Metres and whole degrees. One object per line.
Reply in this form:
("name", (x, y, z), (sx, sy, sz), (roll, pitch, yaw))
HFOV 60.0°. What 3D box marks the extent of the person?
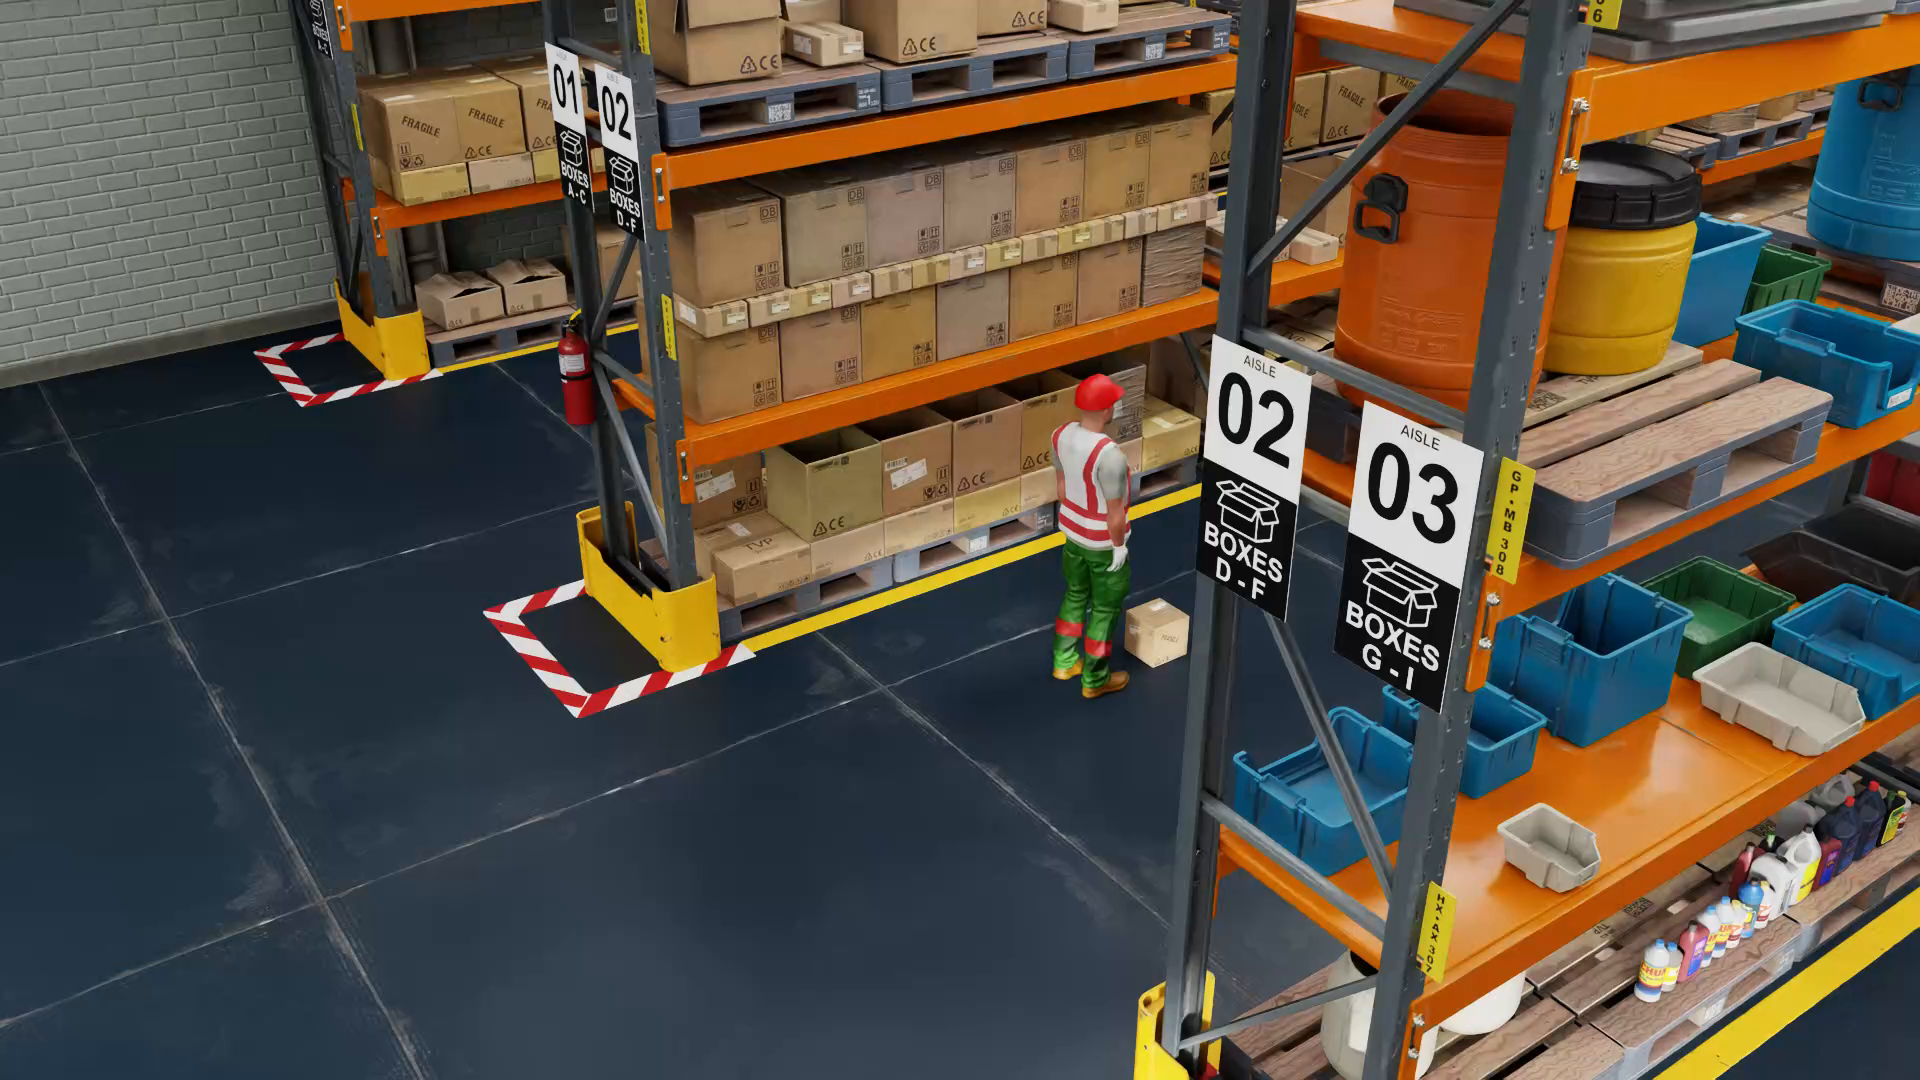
("person", (0.694, -0.023, 8.662), (0.343, 1.801, 0.525), (-18, 33, -30))
